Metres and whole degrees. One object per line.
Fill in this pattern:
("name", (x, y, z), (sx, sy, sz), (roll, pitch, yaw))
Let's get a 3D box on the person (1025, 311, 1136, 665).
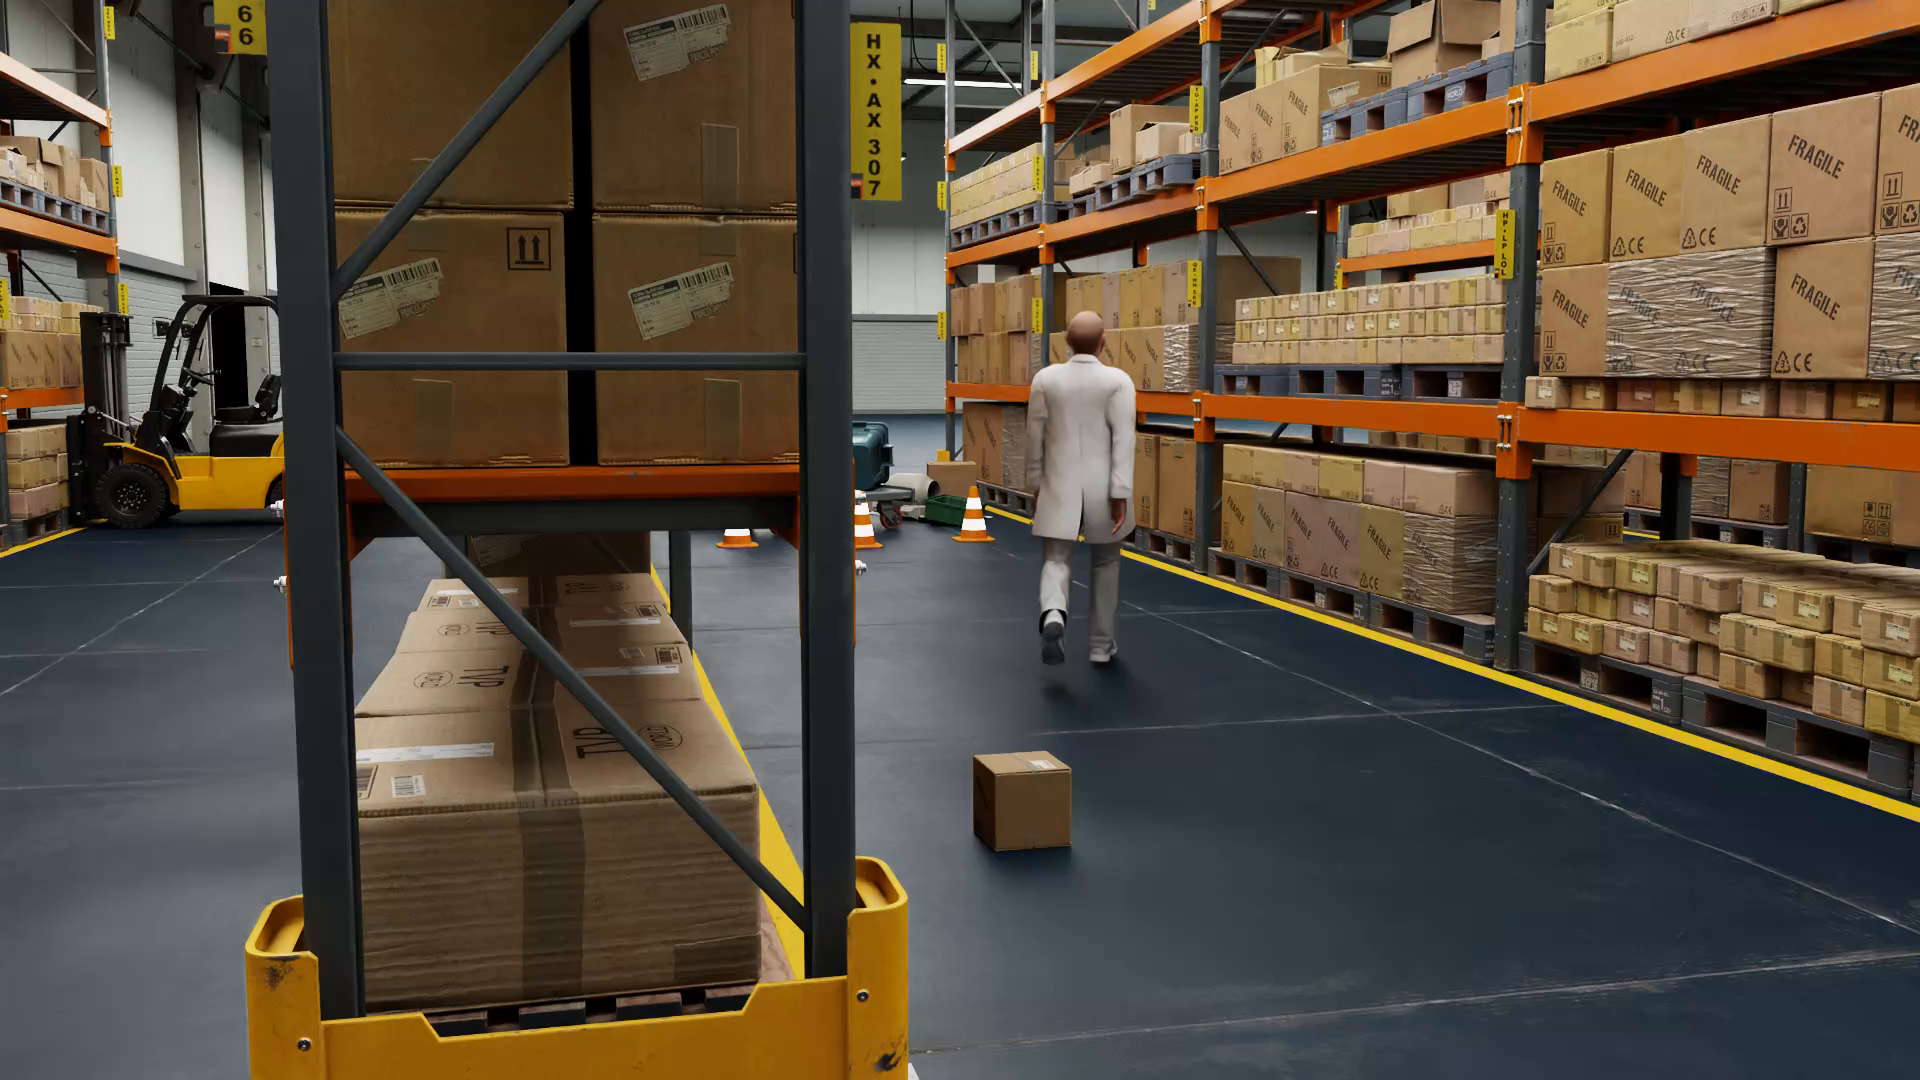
("person", (0.584, -0.241, 8.116), (0.559, 1.739, 0.958), (1, 6, 11))
